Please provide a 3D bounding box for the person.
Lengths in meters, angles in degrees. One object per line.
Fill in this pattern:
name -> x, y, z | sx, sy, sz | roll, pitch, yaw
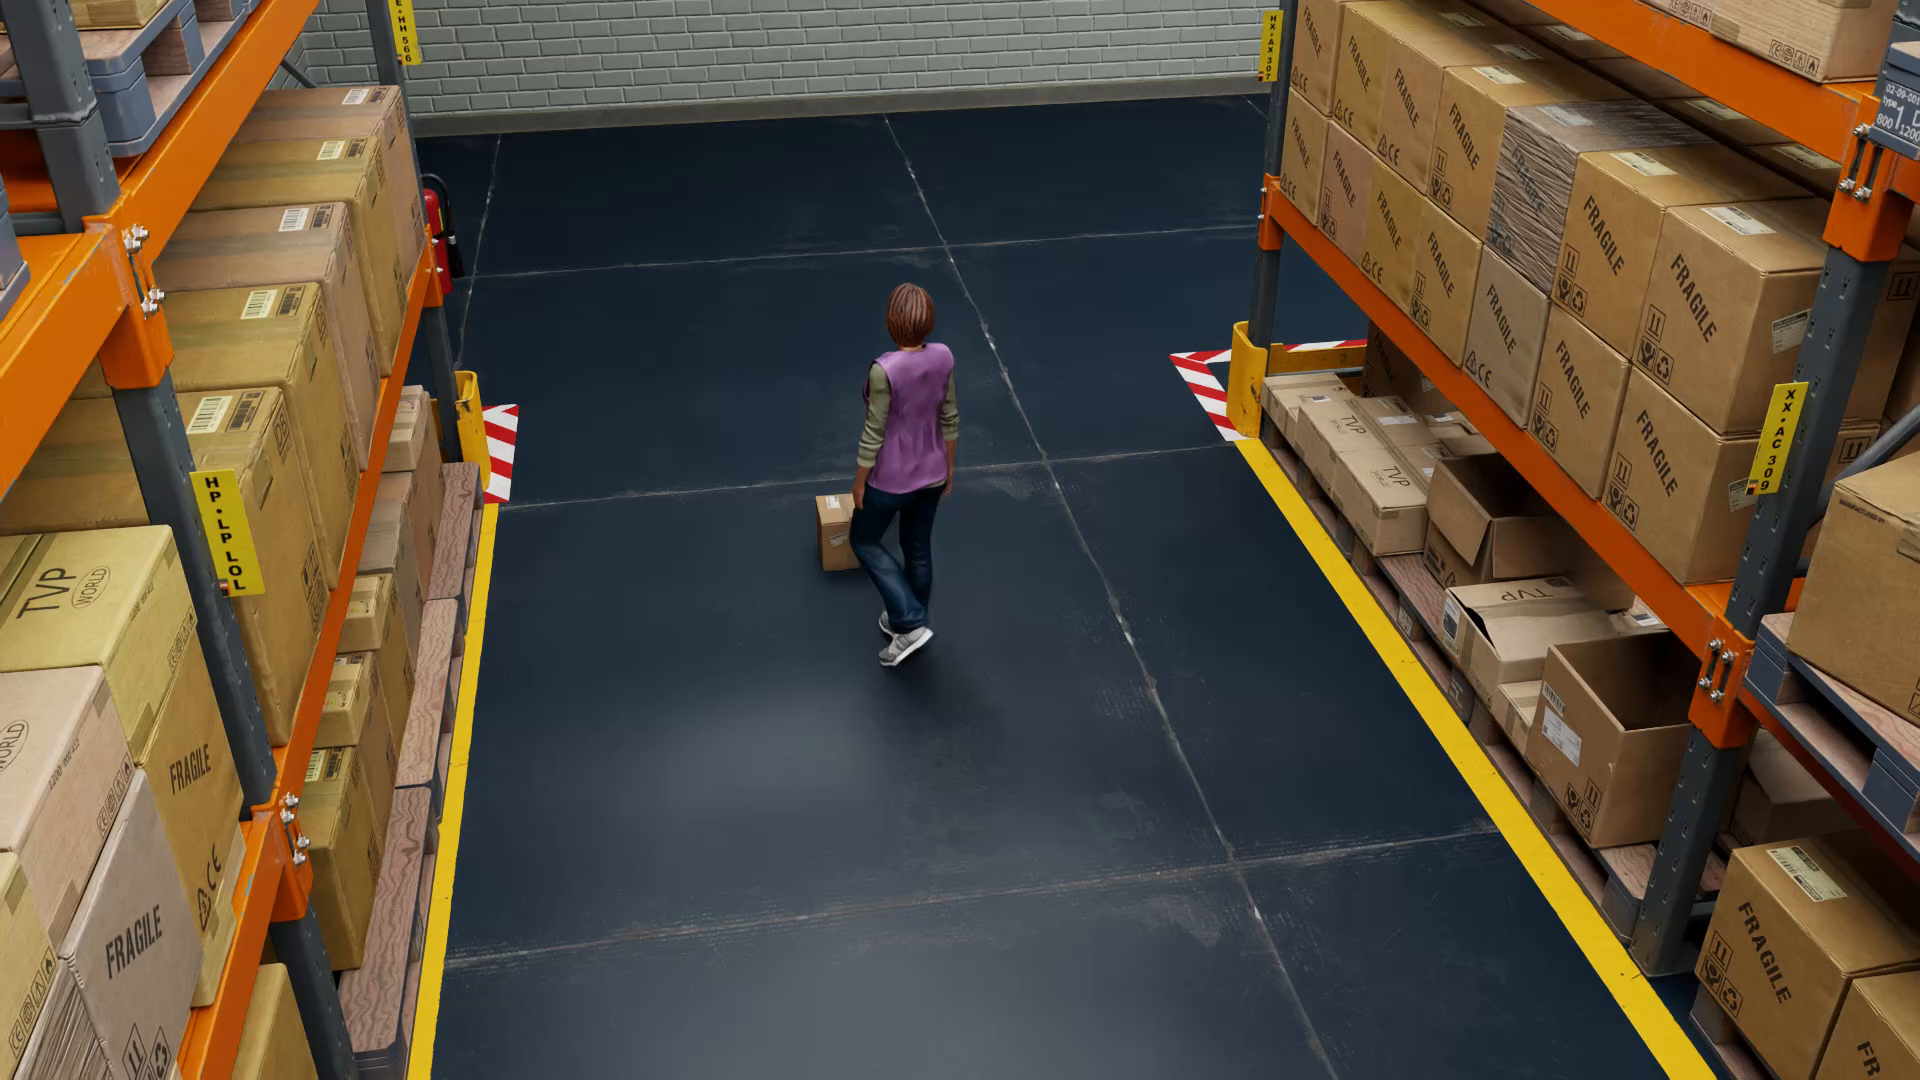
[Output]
person -> -0.204, -0.240, 6.523 | 0.432, 1.588, 0.441 | -22, 37, -31
